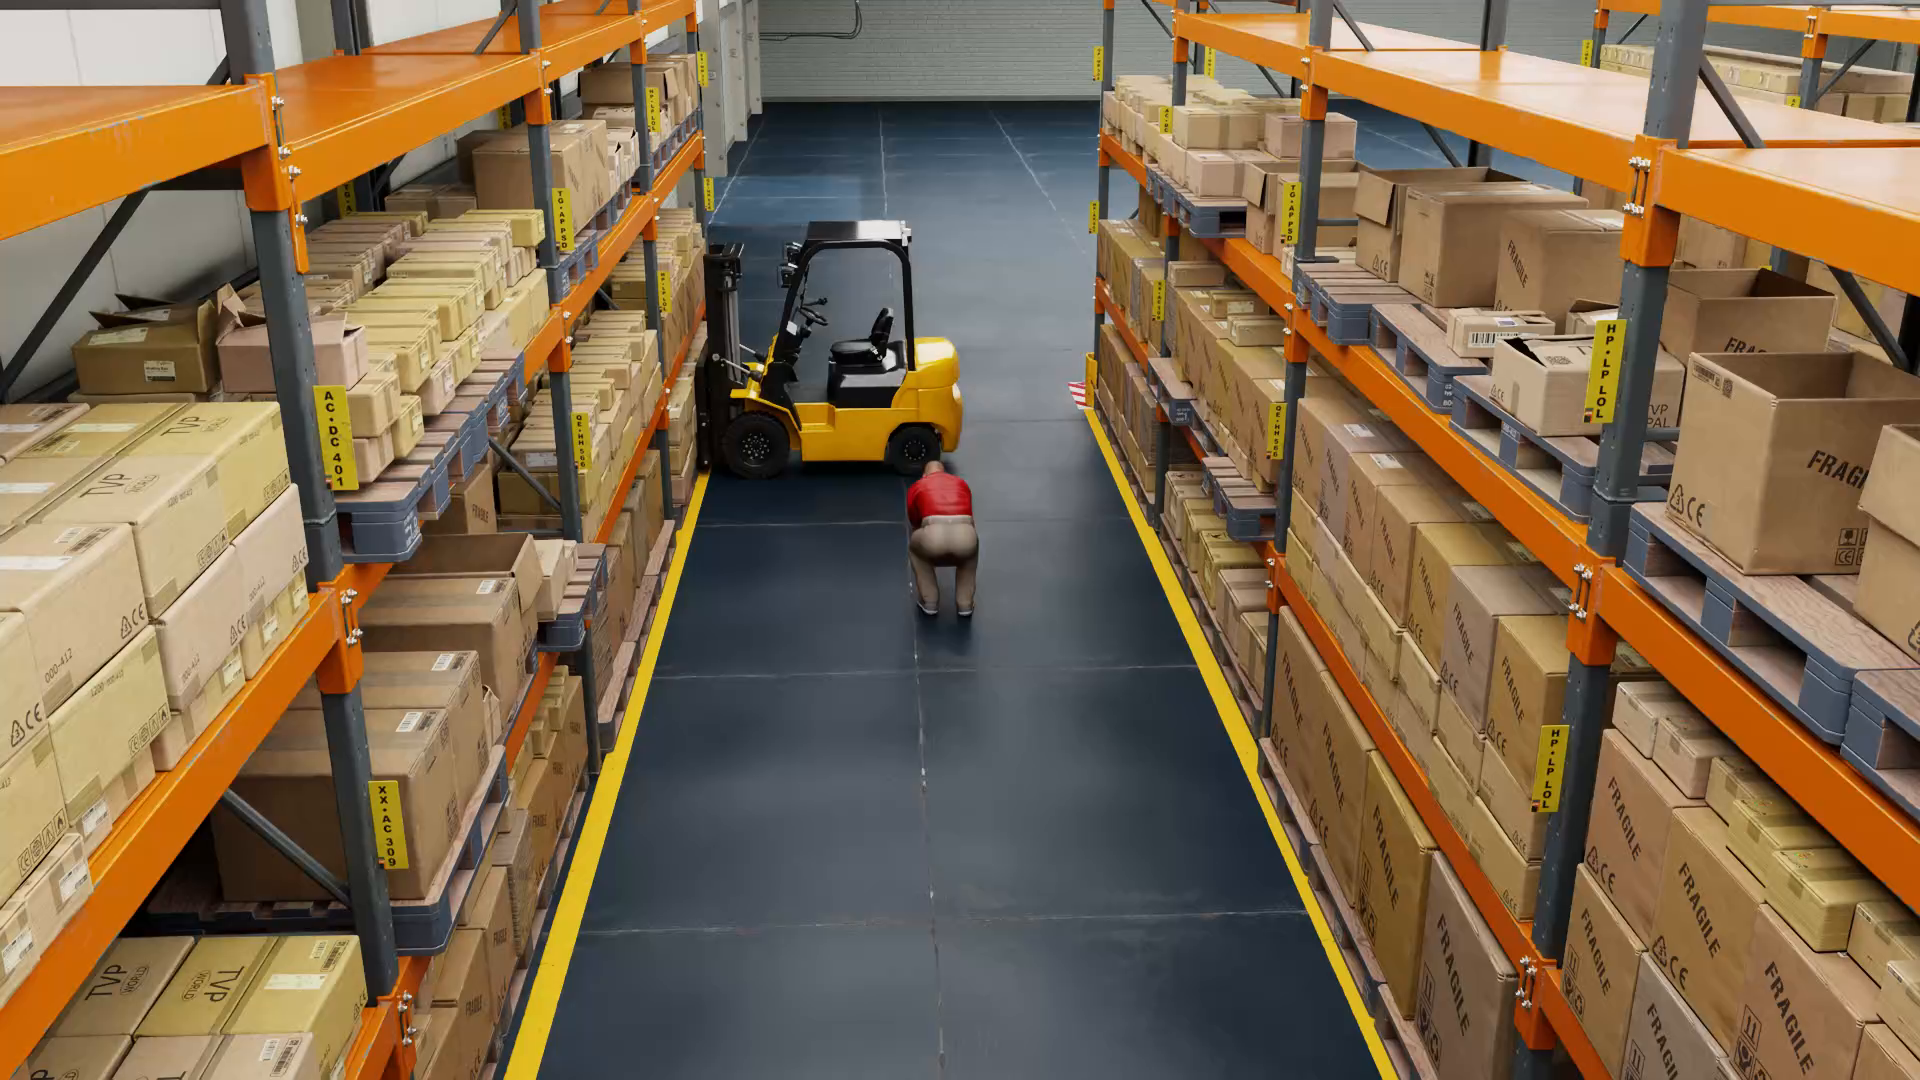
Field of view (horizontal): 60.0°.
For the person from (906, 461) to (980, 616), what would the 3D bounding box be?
[{"bbox_3d":[-0.120,-0.008,12.208,0.526,0.982,0.856,-2,20,-5],"label":"person"}]
